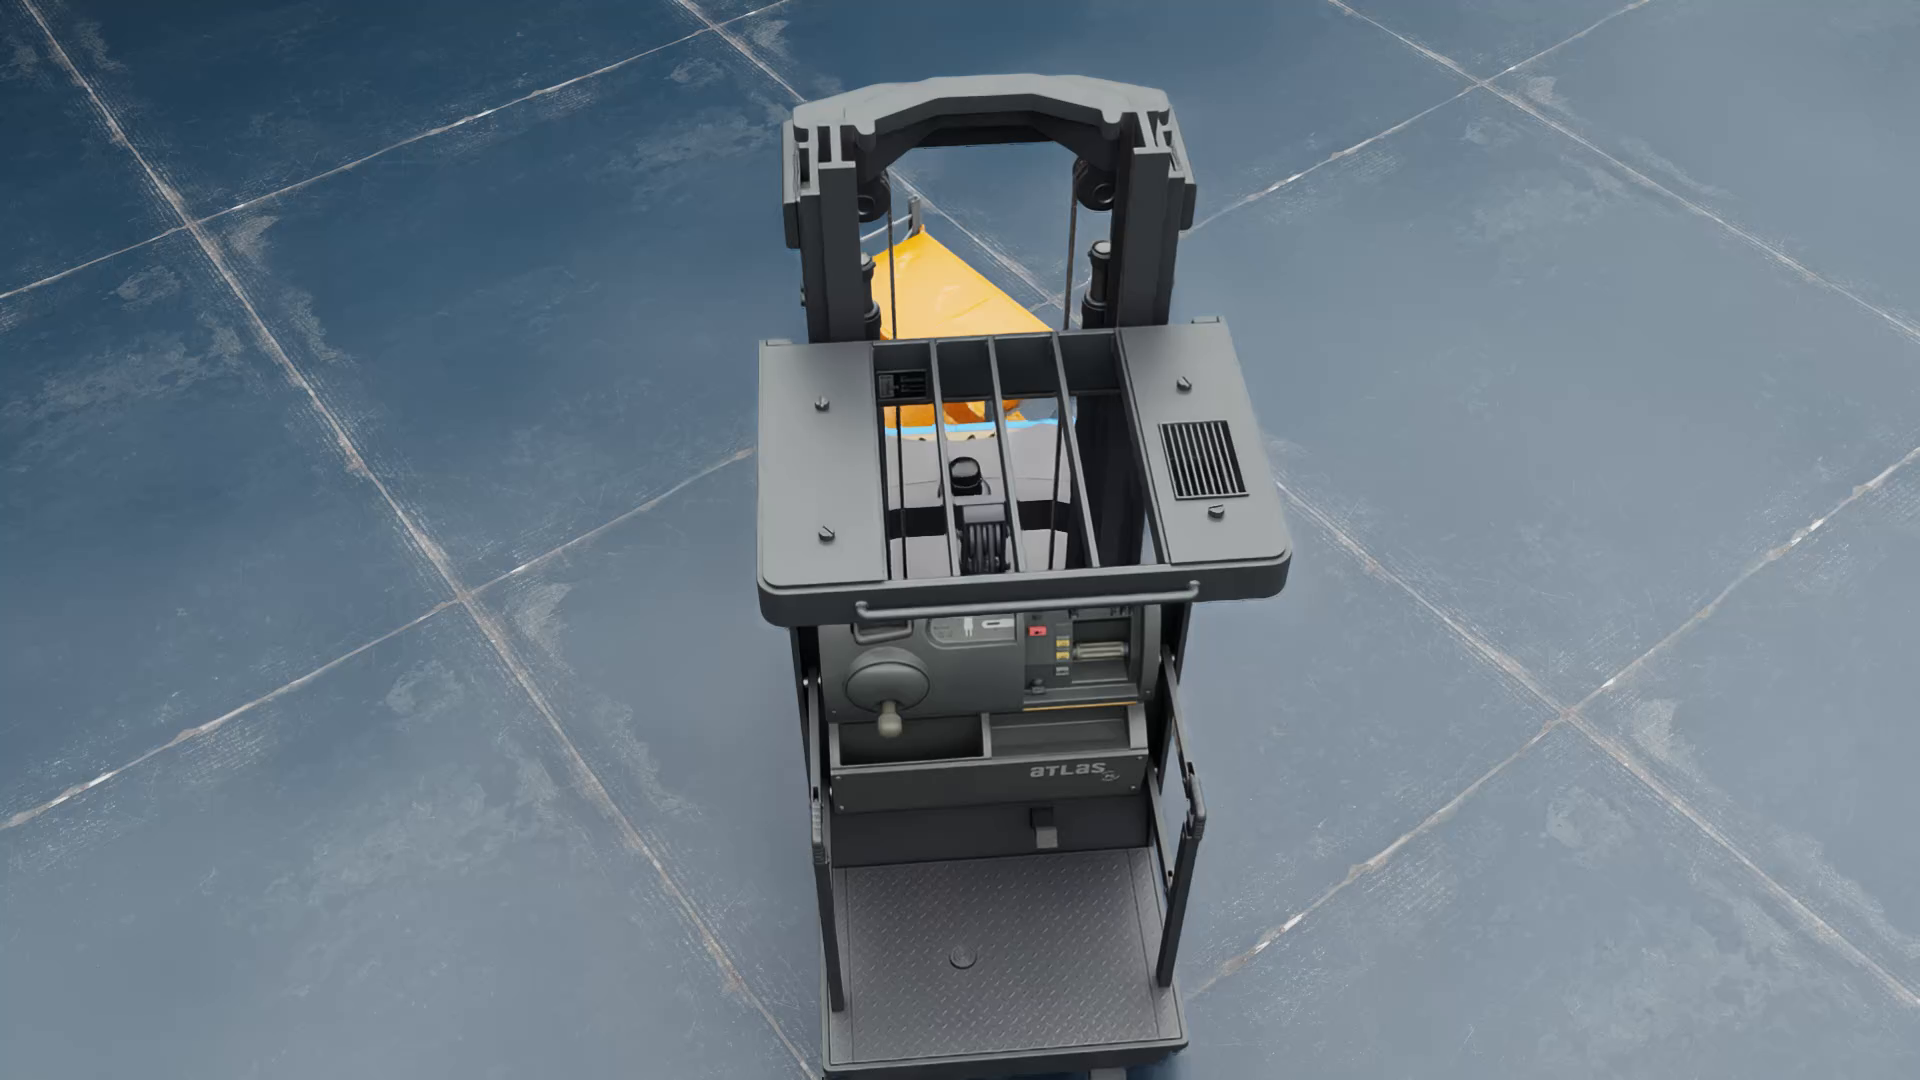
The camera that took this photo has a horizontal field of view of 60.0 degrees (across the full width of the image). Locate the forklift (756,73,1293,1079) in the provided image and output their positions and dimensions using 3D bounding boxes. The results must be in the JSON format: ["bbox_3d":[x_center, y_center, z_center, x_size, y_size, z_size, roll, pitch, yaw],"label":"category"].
[{"bbox_3d":[0.102,0.425,4.385,1.130,2.935,3.031,-3,48,-3],"label":"forklift"}]

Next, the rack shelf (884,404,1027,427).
[{"bbox_3d":[-0.033,-0.381,6.665,0.538,0.278,1.000,-31,55,-25],"label":"rack shelf"}]

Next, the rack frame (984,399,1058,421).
[{"bbox_3d":[0.287,-0.253,6.219,0.500,1.125,0.032,-31,55,-25],"label":"rack frame"}]

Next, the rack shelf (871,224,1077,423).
[{"bbox_3d":[-0.033,-0.742,6.267,0.538,0.278,1.000,-31,55,-25],"label":"rack shelf"}]

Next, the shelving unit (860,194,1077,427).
[{"bbox_3d":[-0.033,-0.546,6.484,0.538,1.125,1.048,-31,55,-25],"label":"shelving unit"}]

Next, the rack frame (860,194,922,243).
[{"bbox_3d":[-0.354,-0.838,6.749,0.500,1.125,0.032,-31,55,-25],"label":"rack frame"}]
